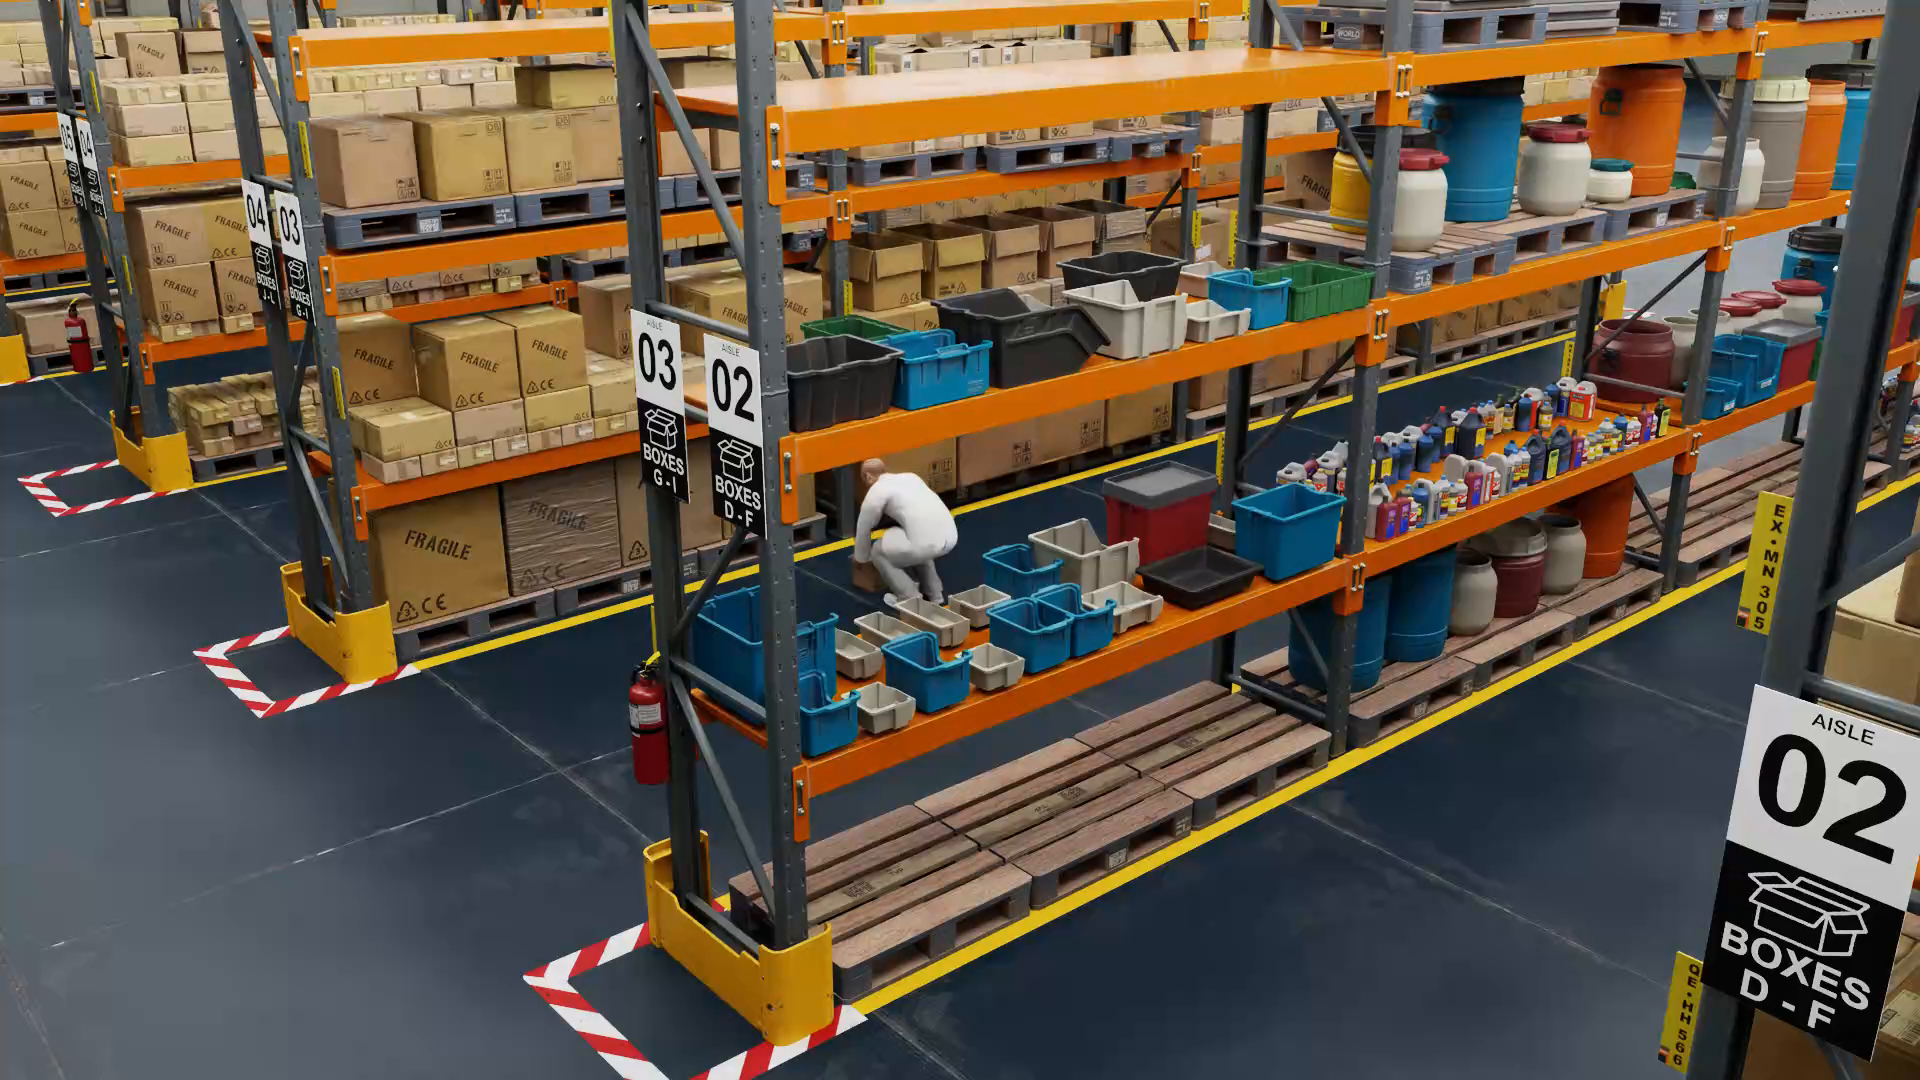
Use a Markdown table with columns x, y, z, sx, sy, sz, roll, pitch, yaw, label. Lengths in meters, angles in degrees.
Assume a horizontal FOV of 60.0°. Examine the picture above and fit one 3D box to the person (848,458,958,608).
| x | y | z | sx | sy | sz | roll | pitch | yaw | label |
| --- | --- | --- | --- | --- | --- | --- | --- | --- | --- |
| -0.407 | -0.031 | 12.247 | 0.609 | 1.029 | 0.885 | -17 | 27 | -38 | person |
